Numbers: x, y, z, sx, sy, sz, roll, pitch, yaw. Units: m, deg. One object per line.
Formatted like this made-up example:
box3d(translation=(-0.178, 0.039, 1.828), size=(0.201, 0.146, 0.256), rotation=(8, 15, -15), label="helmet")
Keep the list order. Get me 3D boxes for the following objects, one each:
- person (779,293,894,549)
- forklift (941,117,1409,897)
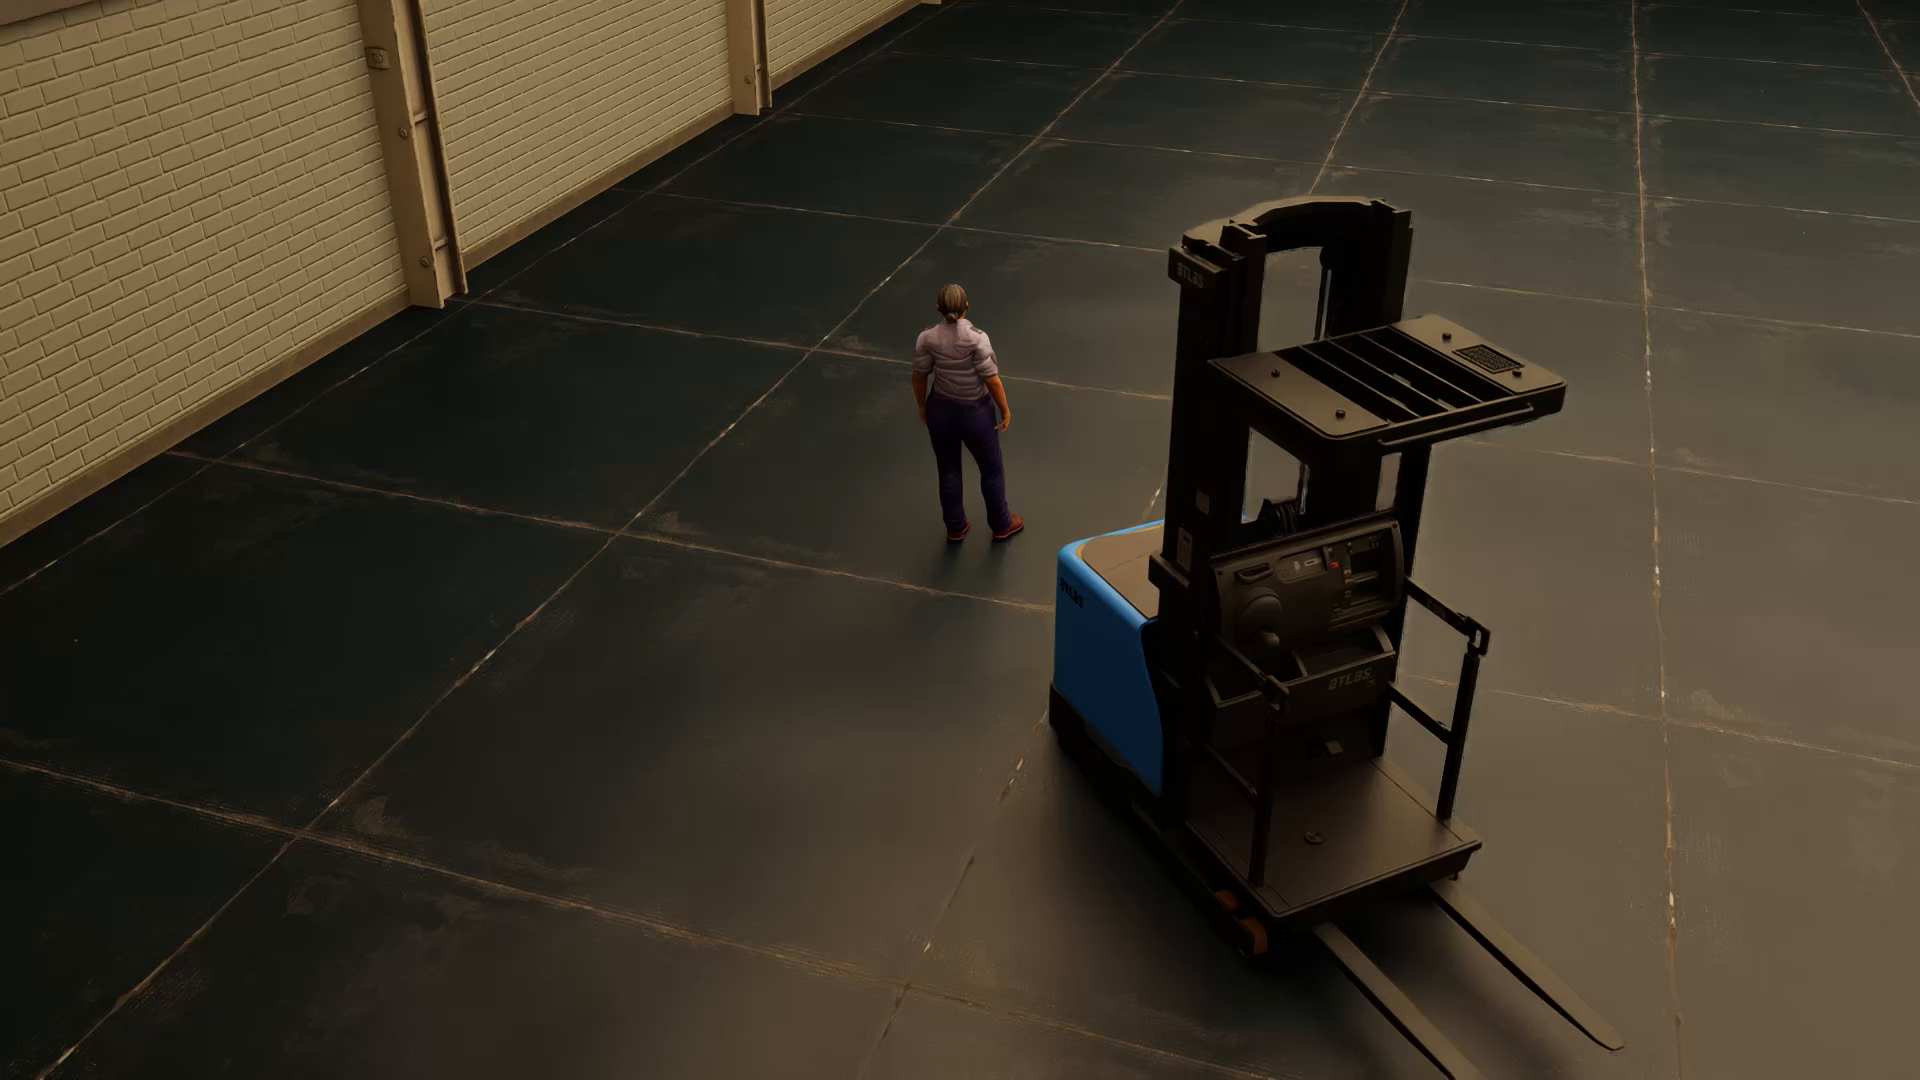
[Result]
box3d(translation=(-0.749, -0.679, 9.731), size=(0.496, 1.568, 0.838), rotation=(-25, 38, -36), label="person")
box3d(translation=(0.998, -0.323, 7.703), size=(1.130, 2.935, 3.031), rotation=(-14, 32, -23), label="forklift")
